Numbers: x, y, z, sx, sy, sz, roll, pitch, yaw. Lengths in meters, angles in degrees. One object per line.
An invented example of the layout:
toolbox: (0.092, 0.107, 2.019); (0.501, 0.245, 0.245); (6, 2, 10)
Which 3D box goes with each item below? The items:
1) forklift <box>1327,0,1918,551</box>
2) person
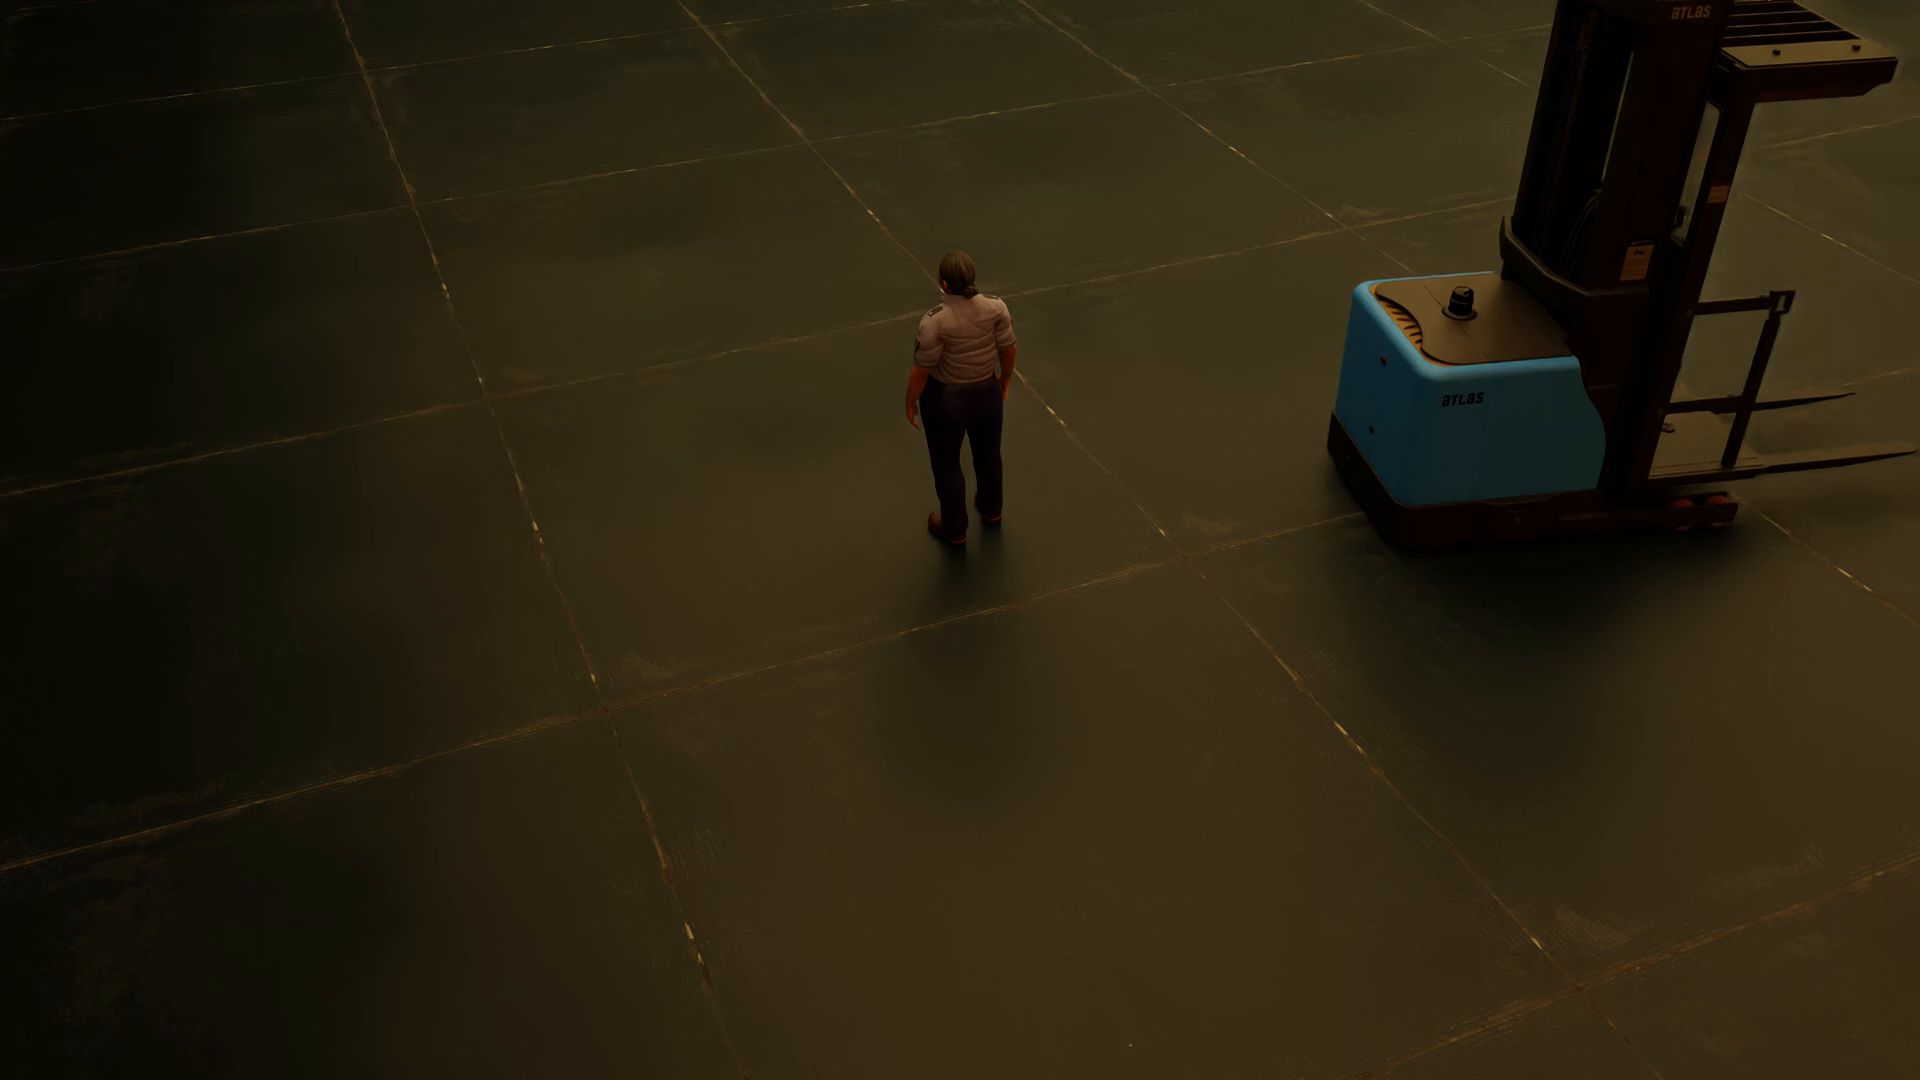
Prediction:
forklift: (3.598, -1.539, 8.263); (3.031, 2.935, 1.130); (-6, 36, -8)
person: (-0.014, -0.731, 8.220); (0.598, 1.651, 0.503); (-14, 38, -19)
